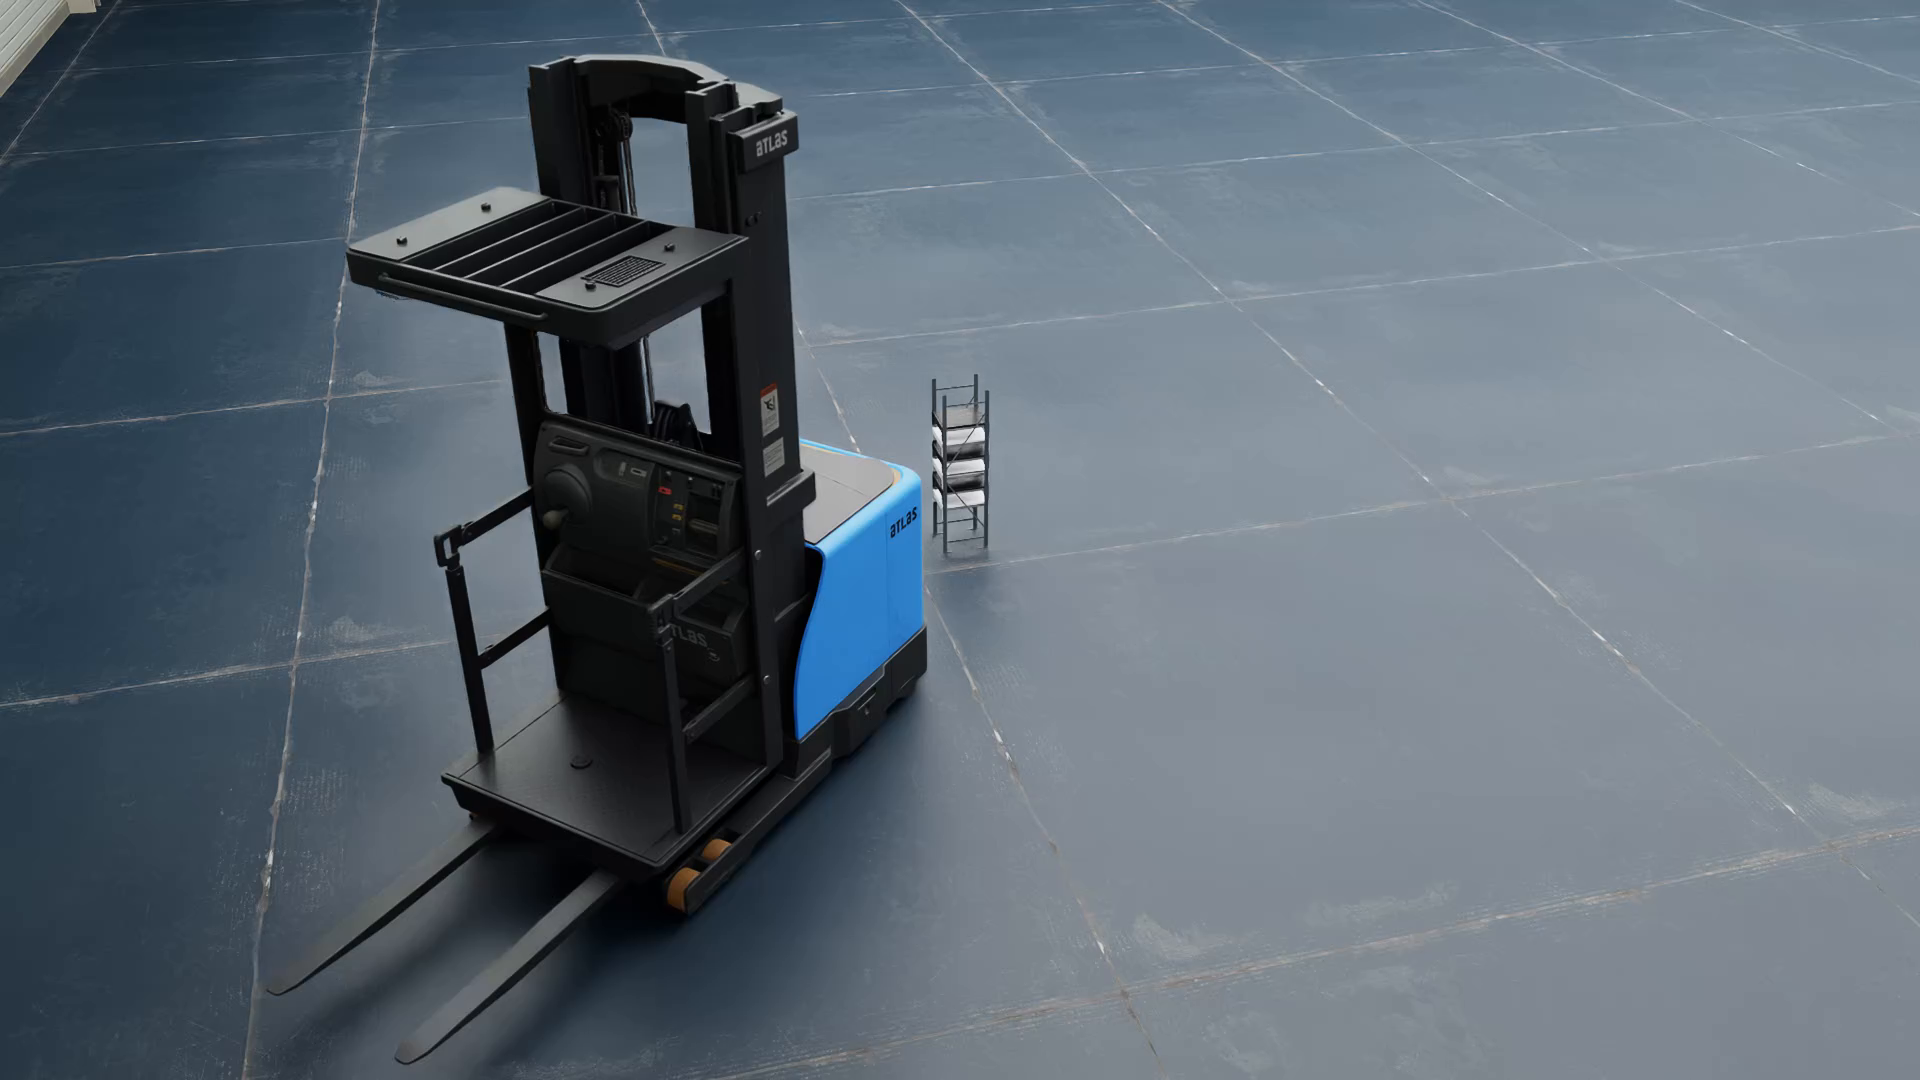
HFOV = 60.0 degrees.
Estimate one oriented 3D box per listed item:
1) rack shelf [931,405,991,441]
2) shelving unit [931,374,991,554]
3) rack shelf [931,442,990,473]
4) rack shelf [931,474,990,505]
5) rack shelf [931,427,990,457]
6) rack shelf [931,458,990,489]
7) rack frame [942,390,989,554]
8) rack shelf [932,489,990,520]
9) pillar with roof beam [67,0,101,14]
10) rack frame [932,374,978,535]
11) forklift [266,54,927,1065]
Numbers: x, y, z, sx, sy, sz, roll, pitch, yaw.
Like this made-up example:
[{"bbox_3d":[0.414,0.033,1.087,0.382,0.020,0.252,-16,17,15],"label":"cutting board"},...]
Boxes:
[{"bbox_3d":[0.002,-0.590,8.399,0.258,0.077,0.200,-8,31,-13],"label":"rack shelf"},{"bbox_3d":[0.002,-0.386,8.518,0.258,0.900,0.210,-8,31,-13],"label":"shelving unit"},{"bbox_3d":[0.002,-0.435,8.489,0.258,0.077,0.200,-8,31,-13],"label":"rack shelf"},{"bbox_3d":[0.002,-0.279,8.580,0.258,0.077,0.200,-8,31,-13],"label":"rack shelf"},{"bbox_3d":[0.002,-0.512,8.444,0.258,0.077,0.200,-8,31,-13],"label":"rack shelf"},{"bbox_3d":[0.002,-0.357,8.534,0.258,0.077,0.200,-8,31,-13],"label":"rack shelf"},{"bbox_3d":[0.029,-0.336,8.433,0.240,0.900,0.006,-8,31,-13],"label":"rack frame"},{"bbox_3d":[0.002,-0.201,8.625,0.258,0.077,0.200,-8,31,-13],"label":"rack shelf"},{"bbox_3d":[-6.126,-10.695,18.245,9.100,9.000,0.400,-8,31,-13],"label":"pillar with roof beam"},{"bbox_3d":[-0.025,-0.435,8.603,0.240,0.900,0.006,-8,31,-13],"label":"rack frame"},{"bbox_3d":[-1.321,-0.119,6.031,1.130,2.935,3.031,16,34,26],"label":"forklift"}]
